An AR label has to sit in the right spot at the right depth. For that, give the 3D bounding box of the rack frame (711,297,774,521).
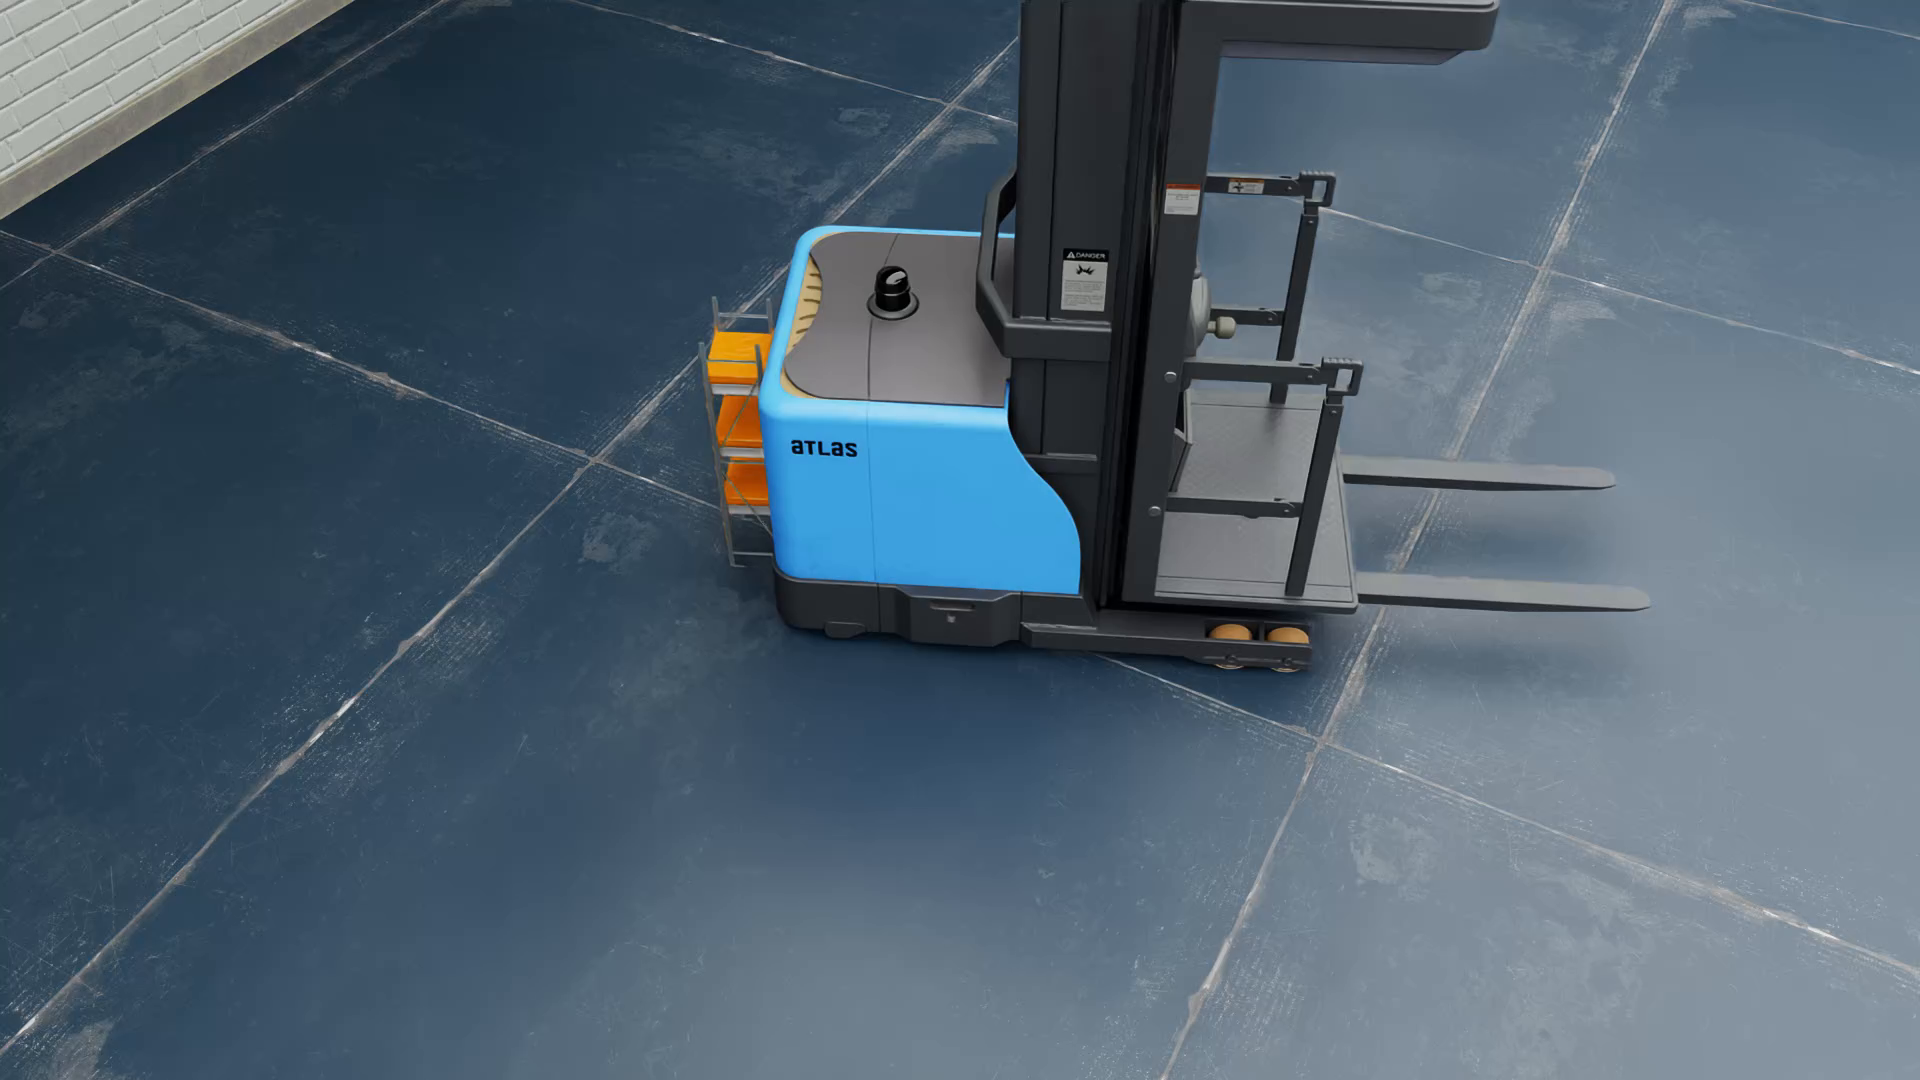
[{"bbox_3d":[-0.734,-0.441,5.948,0.200,1.050,0.008,3,45,3],"label":"rack frame"}]

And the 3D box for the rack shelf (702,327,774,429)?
[{"bbox_3d":[-0.742,-0.547,5.668,0.215,0.259,0.240,3,45,3],"label":"rack shelf"}]

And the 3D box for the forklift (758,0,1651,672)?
[{"bbox_3d":[0.893,-0.965,5.143,3.031,2.935,1.130,3,45,3],"label":"forklift"}]

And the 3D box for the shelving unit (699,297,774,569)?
[{"bbox_3d":[-0.742,-0.355,5.862,0.215,1.050,0.252,3,45,3],"label":"shelving unit"}]

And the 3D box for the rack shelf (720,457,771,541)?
[{"bbox_3d":[-0.742,-0.152,6.068,0.215,0.259,0.240,3,45,3],"label":"rack shelf"}]

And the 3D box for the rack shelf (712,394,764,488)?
[{"bbox_3d":[-0.742,-0.347,5.870,0.215,0.259,0.240,3,45,3],"label":"rack shelf"}]

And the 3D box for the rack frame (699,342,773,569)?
[{"bbox_3d":[-0.749,-0.268,5.777,0.200,1.050,0.008,3,45,3],"label":"rack frame"}]
